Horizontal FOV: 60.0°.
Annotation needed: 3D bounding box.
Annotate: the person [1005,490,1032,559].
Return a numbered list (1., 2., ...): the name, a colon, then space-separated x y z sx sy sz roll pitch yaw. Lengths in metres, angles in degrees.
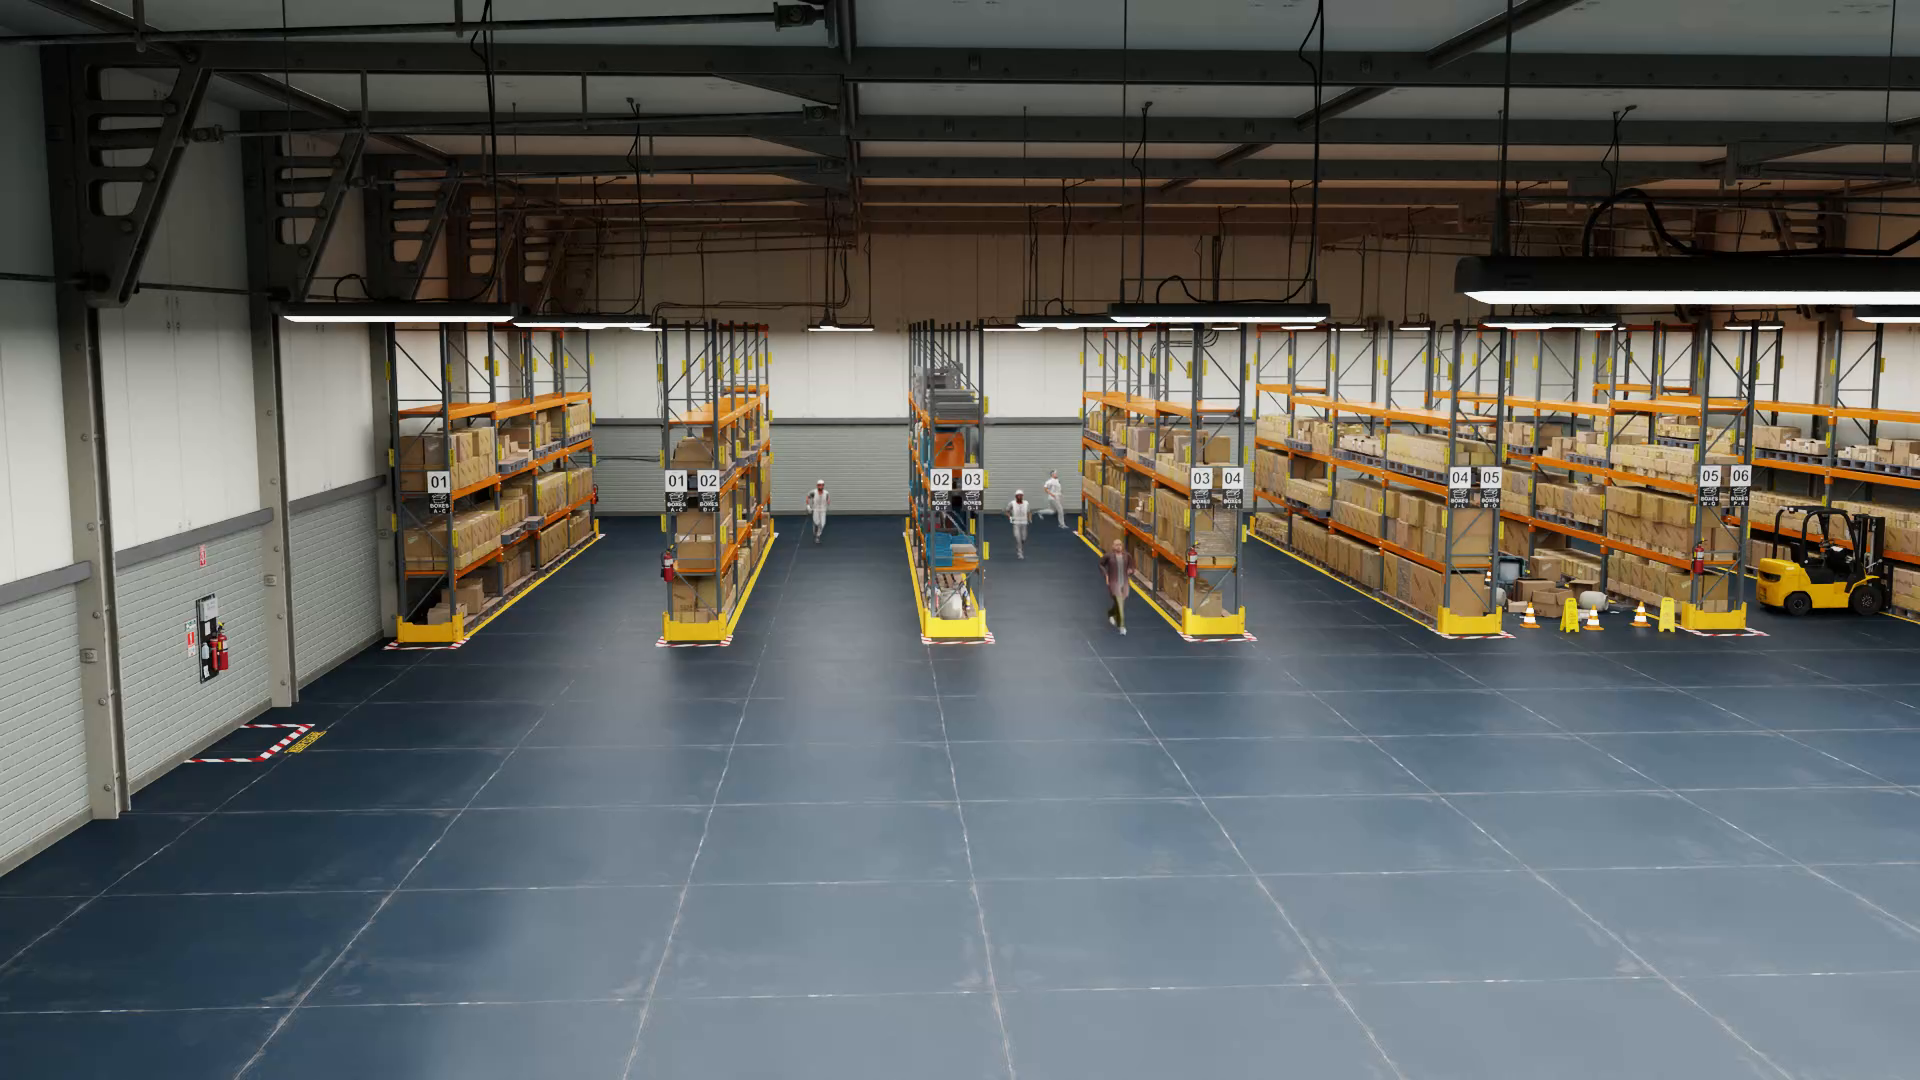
1. person: 1.510 -0.411 42.748 0.681 1.755 0.753 -1 7 -11

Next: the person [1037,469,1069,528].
1. person: 2.789 -1.229 49.490 0.980 1.784 0.627 2 7 17

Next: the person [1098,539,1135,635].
1. person: 3.062 0.873 32.178 0.692 1.794 0.980 -2 7 -17

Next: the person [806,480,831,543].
1. person: -3.846 -0.776 45.503 0.652 1.730 0.684 -2 7 -18
